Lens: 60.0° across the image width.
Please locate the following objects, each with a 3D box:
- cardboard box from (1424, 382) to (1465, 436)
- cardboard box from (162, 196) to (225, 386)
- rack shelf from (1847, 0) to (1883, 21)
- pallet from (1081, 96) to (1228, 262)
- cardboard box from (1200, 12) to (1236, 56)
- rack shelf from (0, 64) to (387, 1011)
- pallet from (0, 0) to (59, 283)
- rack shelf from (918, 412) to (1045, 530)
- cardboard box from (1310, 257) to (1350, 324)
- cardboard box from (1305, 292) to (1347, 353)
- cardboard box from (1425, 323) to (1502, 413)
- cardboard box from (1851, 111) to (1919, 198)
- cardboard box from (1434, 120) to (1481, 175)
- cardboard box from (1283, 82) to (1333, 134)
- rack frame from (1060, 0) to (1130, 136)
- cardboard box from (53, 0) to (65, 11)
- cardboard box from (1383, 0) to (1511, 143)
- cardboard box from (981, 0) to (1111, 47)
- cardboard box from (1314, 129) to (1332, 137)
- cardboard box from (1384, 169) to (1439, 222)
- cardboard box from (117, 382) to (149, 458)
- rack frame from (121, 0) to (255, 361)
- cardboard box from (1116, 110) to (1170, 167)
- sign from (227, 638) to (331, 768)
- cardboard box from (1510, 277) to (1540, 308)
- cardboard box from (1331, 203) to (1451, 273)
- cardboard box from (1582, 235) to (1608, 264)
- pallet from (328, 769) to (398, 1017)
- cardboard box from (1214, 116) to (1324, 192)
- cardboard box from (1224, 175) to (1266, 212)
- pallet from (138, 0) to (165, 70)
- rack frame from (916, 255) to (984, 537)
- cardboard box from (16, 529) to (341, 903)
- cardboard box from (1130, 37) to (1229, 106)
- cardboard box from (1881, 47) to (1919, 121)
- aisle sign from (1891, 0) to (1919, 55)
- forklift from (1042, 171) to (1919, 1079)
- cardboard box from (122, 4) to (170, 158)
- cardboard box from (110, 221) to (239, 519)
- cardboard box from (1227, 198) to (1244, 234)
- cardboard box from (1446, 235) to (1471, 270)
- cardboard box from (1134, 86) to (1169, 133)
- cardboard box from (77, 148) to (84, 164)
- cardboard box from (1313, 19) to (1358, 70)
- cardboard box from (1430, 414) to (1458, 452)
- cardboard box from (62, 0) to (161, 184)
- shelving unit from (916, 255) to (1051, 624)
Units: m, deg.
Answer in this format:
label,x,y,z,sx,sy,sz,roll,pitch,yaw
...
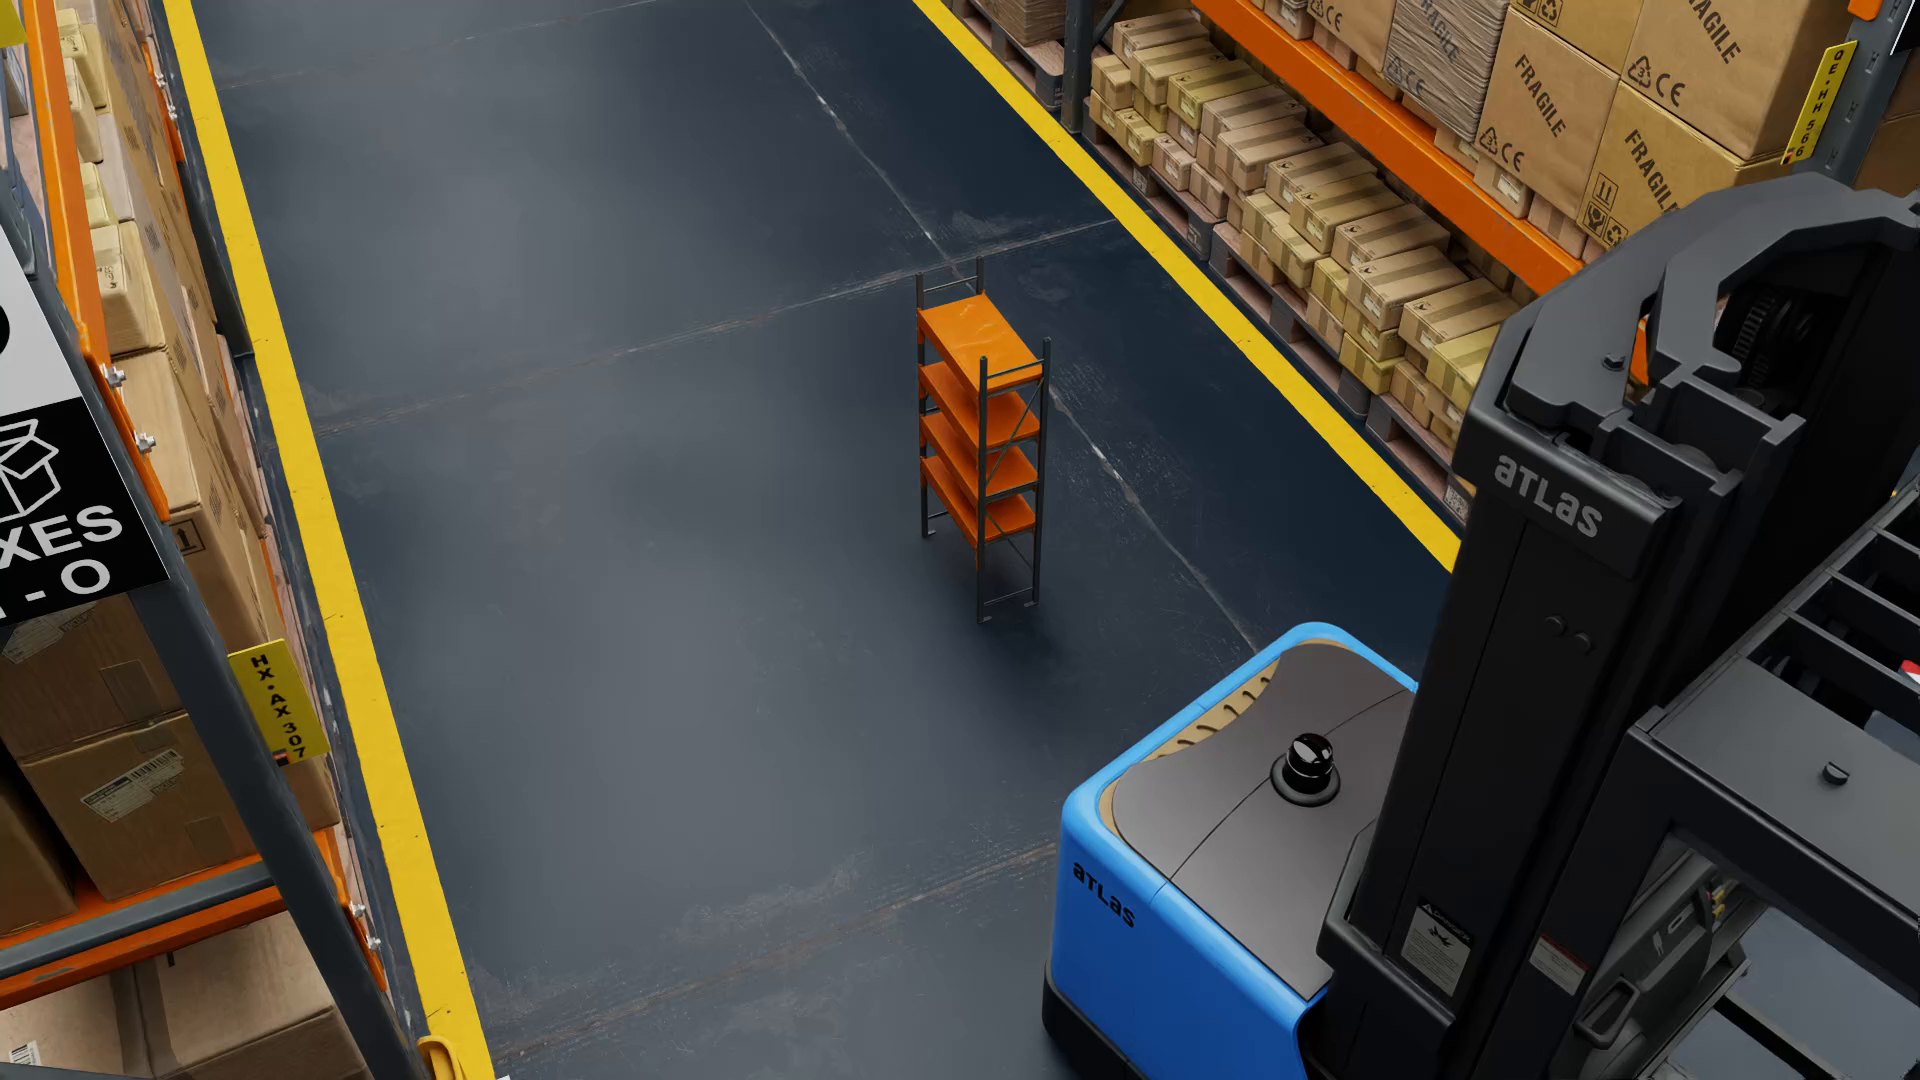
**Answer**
label,x,y,z,sx,sy,sz,roll,pitch,yaw
cardboard box,1.965,-0.543,6.183,0.380,0.149,0.250,-20,48,-19
cardboard box,-2.386,-0.577,4.628,0.500,0.500,0.500,-17,47,-16
rack shelf,1.825,-2.806,5.334,1.077,0.370,4.000,-18,47,-17
pallet,1.298,-1.858,7.983,1.003,0.211,1.213,-18,47,-17
cardboard box,1.370,-2.465,7.920,0.380,0.149,0.250,-17,47,-16
rack shelf,-2.624,-0.212,4.841,1.077,0.370,4.000,-18,47,-17
pallet,-2.104,-0.699,2.750,1.003,0.211,1.213,-18,47,-17
rack shelf,0.070,-0.274,5.769,0.258,0.148,0.480,-18,47,-17
cardboard box,1.644,-1.038,6.685,0.380,0.149,0.250,-16,47,-15
cardboard box,1.646,-0.933,6.791,0.380,0.149,0.250,-17,47,-17
cardboard box,1.935,-0.633,6.063,0.380,0.149,0.250,-19,48,-18
cardboard box,2.728,-1.229,5.076,0.500,0.500,0.500,-16,47,-16
cardboard box,1.870,-1.412,5.724,0.380,0.149,0.250,-20,48,-19
cardboard box,1.662,-1.969,7.417,0.380,0.149,0.250,-17,47,-16
rack frame,0.984,-3.268,7.427,1.000,3.000,0.127,-18,47,-17
cardboard box,-2.450,-1.277,4.163,0.380,0.149,0.250,-18,47,-17
cardboard box,1.809,-1.721,5.576,0.500,0.500,0.500,-18,47,-17
cardboard box,0.444,-2.925,8.560,0.500,0.500,0.500,-19,48,-18
cardboard box,1.675,-1.879,7.538,0.380,0.149,0.250,-18,47,-17
cardboard box,1.990,-1.465,6.906,0.380,0.149,0.250,-18,47,-17
cardboard box,-1.681,-0.124,2.995,0.380,0.149,0.250,-17,47,-17
rack frame,-3.465,-1.742,5.880,1.000,3.000,0.127,-18,47,-17
cardboard box,0.957,-1.907,7.777,0.380,0.149,0.250,-17,47,-16
sign,-1.277,0.310,3.127,0.100,0.325,0.005,-18,47,-17
cardboard box,2.359,-0.972,6.407,0.380,0.149,0.250,-20,48,-19
cardboard box,1.710,-1.172,6.609,0.380,0.149,0.250,-20,48,-19
cardboard box,2.202,-0.924,5.229,0.380,0.149,0.250,-18,47,-17
pallet,-2.190,1.313,4.769,1.003,0.211,1.213,-18,47,-17
cardboard box,1.317,-1.649,7.092,0.380,0.149,0.250,-17,47,-17
cardboard box,1.374,-1.549,7.203,0.380,0.149,0.250,-16,47,-16
pallet,-4.884,-2.774,8.911,1.003,0.211,1.213,-18,47,-17
rack frame,-0.033,-0.477,5.879,0.240,1.200,0.015,-18,47,-17
cardboard box,-1.724,0.381,3.657,0.500,0.500,0.500,-18,48,-18
cardboard box,1.003,-2.141,7.592,0.380,0.149,0.250,-16,47,-15
cardboard box,2.718,-1.581,4.722,0.500,0.500,0.500,-18,47,-18
aisle sign,2.424,-1.510,3.793,0.394,0.787,0.004,-18,47,-17
forklift,1.582,0.920,3.231,1.130,2.935,3.031,-32,53,-28
cardboard box,-3.038,-1.558,5.622,0.500,0.500,0.500,-18,47,-17
cardboard box,-1.950,-0.302,3.637,0.500,0.500,0.500,-19,48,-18
cardboard box,1.406,-1.455,7.320,0.380,0.149,0.250,-20,48,-19
cardboard box,2.072,-1.188,6.837,0.380,0.149,0.250,-16,47,-15
cardboard box,1.034,-2.049,7.710,0.380,0.149,0.250,-18,47,-17
cardboard box,-2.147,-0.783,3.663,0.380,0.149,0.250,-18,47,-17
cardboard box,1.559,-1.920,6.239,0.380,0.149,0.250,-16,47,-16
cardboard box,2.022,-0.456,6.307,0.380,0.149,0.250,-18,47,-18
cardboard box,-2.587,-1.267,4.616,0.500,0.500,0.500,-17,47,-17
shelving unit,0.070,-0.322,5.722,0.258,1.200,0.503,-18,47,-17
